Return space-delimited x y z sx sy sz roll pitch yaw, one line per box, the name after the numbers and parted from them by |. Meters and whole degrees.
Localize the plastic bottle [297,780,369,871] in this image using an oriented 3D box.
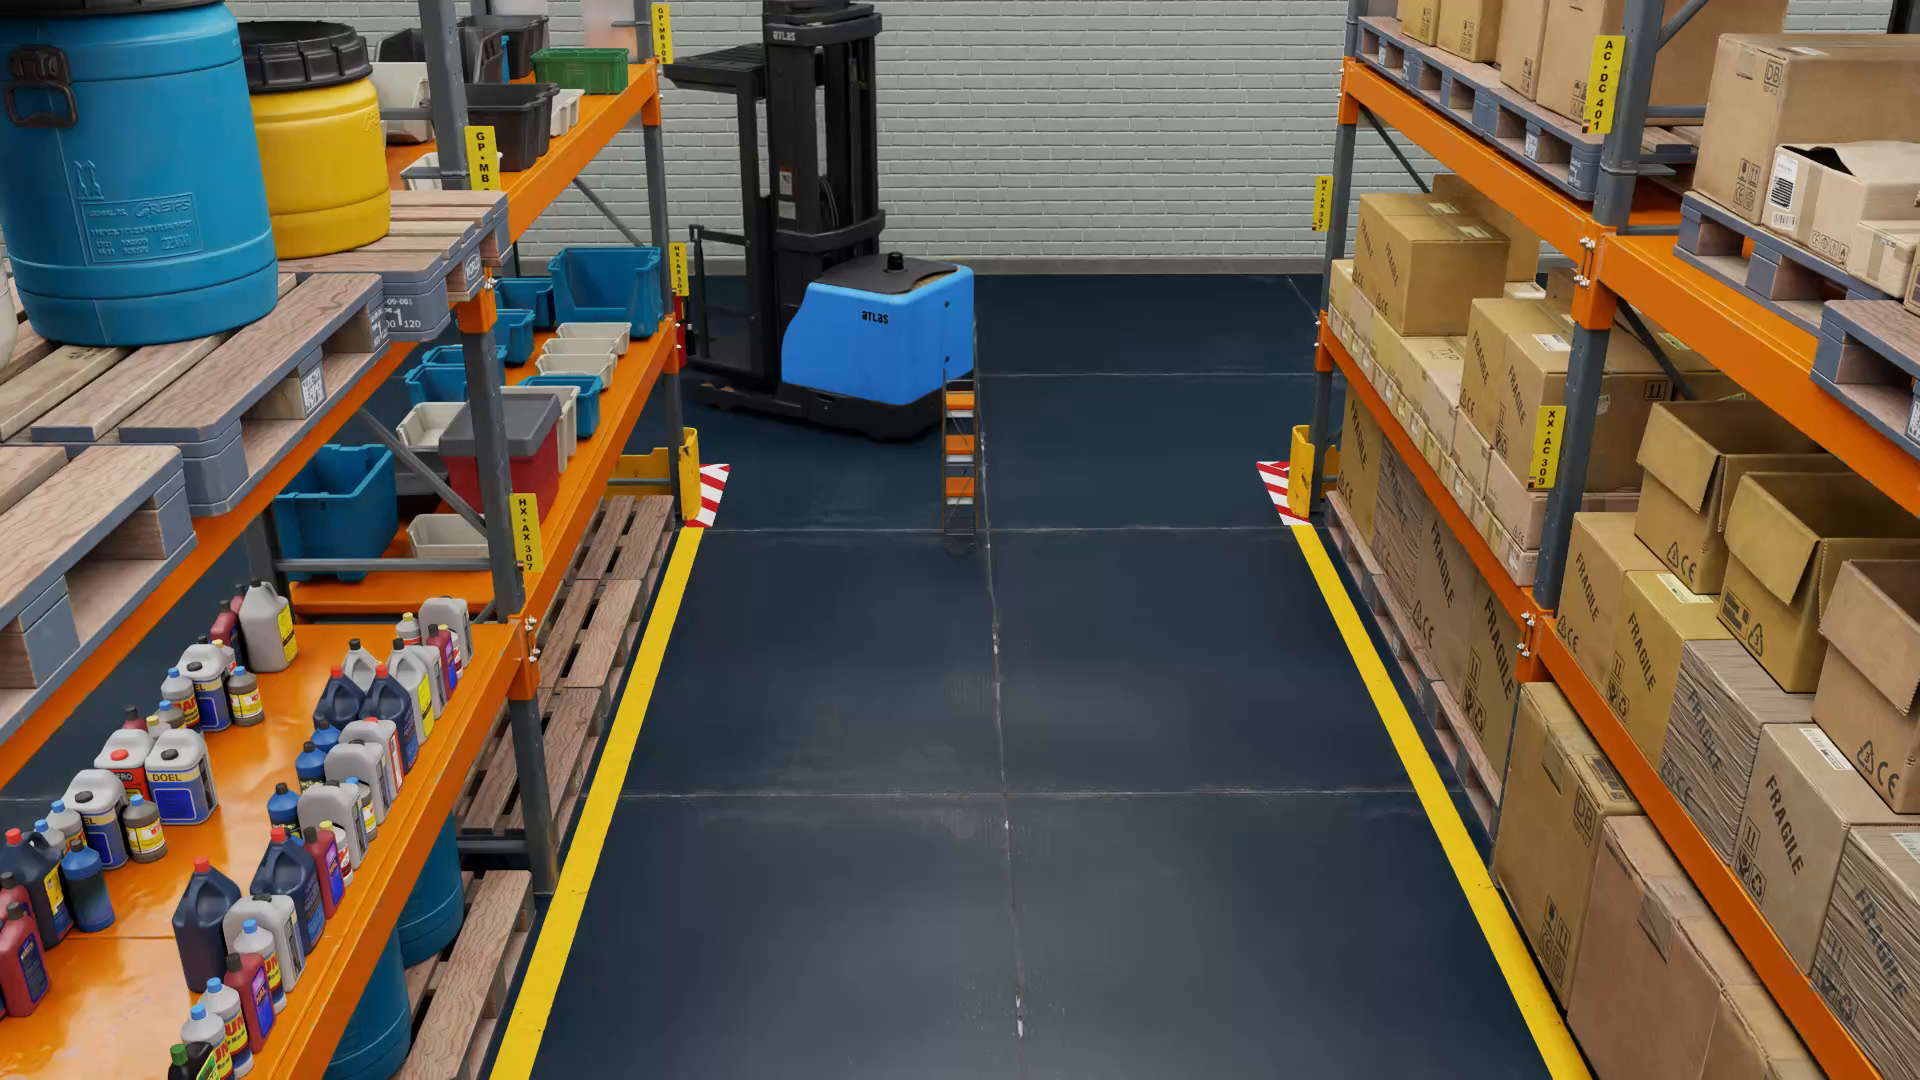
-1.858 0.829 4.927 0.152 0.276 0.135 0 24 -1 | plastic bottle

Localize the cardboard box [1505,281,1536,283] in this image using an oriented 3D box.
2.981 -1.437 9.608 0.500 0.250 0.500 -1 24 -1 | cardboard box

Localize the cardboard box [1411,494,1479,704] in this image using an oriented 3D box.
2.817 0.214 8.207 0.875 0.875 0.875 0 24 -1 | cardboard box

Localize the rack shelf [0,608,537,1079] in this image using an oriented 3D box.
-2.177 1.254 4.710 1.077 0.370 4.000 0 24 -1 | rack shelf

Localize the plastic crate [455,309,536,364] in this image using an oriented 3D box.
-2.562 -1.123 9.222 0.416 0.233 0.300 0 24 -1 | plastic crate

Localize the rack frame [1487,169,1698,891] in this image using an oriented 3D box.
2.754 0.080 6.433 1.000 3.000 0.127 0 24 -1 | rack frame

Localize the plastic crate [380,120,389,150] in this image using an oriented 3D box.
-2.593 -1.667 6.975 0.293 0.136 0.466 0 24 -1 | plastic crate

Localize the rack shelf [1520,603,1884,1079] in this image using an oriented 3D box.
2.775 1.232 4.759 1.077 0.370 4.000 0 24 -1 | rack shelf

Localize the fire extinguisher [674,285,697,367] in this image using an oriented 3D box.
-1.790 -1.405 10.263 0.296 0.674 0.183 0 24 -1 | fire extinguisher

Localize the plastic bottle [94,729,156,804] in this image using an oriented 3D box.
-2.565 0.733 5.140 0.152 0.276 0.135 0 24 -1 | plastic bottle

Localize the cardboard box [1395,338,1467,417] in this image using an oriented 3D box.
2.470 -0.800 8.200 0.500 0.250 0.500 -1 24 -2 | cardboard box

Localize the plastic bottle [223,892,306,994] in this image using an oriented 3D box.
-1.852 1.056 4.426 0.152 0.276 0.135 0 24 -1 | plastic bottle

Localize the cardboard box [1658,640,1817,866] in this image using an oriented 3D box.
2.520 0.638 5.077 0.500 0.500 0.500 -1 24 -2 | cardboard box

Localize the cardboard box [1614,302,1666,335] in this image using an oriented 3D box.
3.006 -0.730 7.136 0.500 0.500 0.500 0 24 -1 | cardboard box

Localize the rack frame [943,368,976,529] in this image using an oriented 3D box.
-0.002 -0.551 10.194 0.200 1.050 0.008 0 24 -1 | rack frame

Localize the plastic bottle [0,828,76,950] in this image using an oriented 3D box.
-2.562 0.940 4.591 0.144 0.351 0.185 0 24 -1 | plastic bottle

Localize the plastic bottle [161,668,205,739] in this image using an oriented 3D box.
-2.597 0.552 5.546 0.097 0.271 0.097 0 24 0 | plastic bottle

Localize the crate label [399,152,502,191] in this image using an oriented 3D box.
-1.915 -1.347 6.269 0.293 0.136 0.466 0 24 -1 | crate label

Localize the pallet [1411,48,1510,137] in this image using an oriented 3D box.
2.745 -2.085 7.688 1.003 0.211 1.213 0 24 -1 | pallet

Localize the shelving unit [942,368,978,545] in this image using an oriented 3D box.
-0.001 -0.500 10.082 0.215 1.050 0.252 0 24 -1 | shelving unit

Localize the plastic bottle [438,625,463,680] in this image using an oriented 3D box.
-1.843 0.401 5.964 0.097 0.201 0.097 0 24 0 | plastic bottle

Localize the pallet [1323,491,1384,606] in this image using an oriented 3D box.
2.797 0.031 9.924 1.003 0.211 1.213 0 24 -1 | pallet

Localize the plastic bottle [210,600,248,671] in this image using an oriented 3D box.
-2.620 0.363 5.948 0.061 0.283 0.133 0 24 -1 | plastic bottle

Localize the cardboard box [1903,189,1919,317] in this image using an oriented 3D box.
2.754 -0.719 3.924 0.797 0.503 0.637 -1 24 -1 | cardboard box

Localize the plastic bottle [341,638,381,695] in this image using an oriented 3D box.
-2.006 0.503 5.558 0.144 0.351 0.185 0 24 -1 | plastic bottle

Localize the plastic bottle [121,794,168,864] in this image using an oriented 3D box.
-2.438 0.854 4.963 0.097 0.201 0.097 0 24 0 | plastic bottle

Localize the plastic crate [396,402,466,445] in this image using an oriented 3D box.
-2.519 -0.521 8.009 0.293 0.136 0.466 0 24 -1 | plastic crate

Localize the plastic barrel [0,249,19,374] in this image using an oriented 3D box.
-2.325 -0.599 3.621 0.433 0.535 0.433 0 24 0 | plastic barrel

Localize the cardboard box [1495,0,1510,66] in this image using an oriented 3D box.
2.820 -2.329 7.367 0.700 0.500 0.500 1 24 2 | cardboard box

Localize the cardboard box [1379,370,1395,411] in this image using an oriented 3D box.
2.400 -0.776 8.631 0.380 0.149 0.250 -1 24 -1 | cardboard box

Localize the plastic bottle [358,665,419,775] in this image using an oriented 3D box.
-1.860 0.578 5.391 0.144 0.351 0.185 0 24 -1 | plastic bottle

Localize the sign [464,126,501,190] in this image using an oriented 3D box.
-1.649 -1.270 5.768 0.100 0.325 0.005 0 24 -1 | sign

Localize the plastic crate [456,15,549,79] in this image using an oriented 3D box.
-2.517 -2.693 9.084 0.497 0.269 0.590 0 24 -1 | plastic crate

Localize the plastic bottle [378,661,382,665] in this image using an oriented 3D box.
-1.992 0.512 5.718 0.097 0.201 0.097 0 24 0 | plastic bottle

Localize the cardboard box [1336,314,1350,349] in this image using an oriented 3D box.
2.388 -1.200 9.569 0.380 0.149 0.250 -1 24 -1 | cardboard box

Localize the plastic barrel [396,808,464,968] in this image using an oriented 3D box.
-2.210 1.091 6.234 0.600 0.901 0.708 0 24 -1 | plastic barrel

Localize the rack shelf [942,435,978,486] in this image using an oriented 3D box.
-0.001 -0.491 10.087 0.215 0.259 0.240 0 24 -1 | rack shelf

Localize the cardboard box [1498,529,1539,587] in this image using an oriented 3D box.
2.423 0.070 6.759 0.380 0.149 0.250 0 24 0 | cardboard box

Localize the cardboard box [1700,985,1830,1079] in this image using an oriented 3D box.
2.809 1.853 4.581 1.225 0.875 0.875 0 24 0 | cardboard box

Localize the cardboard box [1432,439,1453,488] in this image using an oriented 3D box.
2.411 -0.354 7.697 0.380 0.149 0.250 0 24 0 | cardboard box

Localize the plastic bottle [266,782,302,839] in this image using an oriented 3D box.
-1.983 0.839 4.910 0.097 0.271 0.097 0 24 0 | plastic bottle

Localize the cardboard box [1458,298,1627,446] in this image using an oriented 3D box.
2.480 -0.724 7.121 0.500 0.500 0.500 0 24 0 | cardboard box

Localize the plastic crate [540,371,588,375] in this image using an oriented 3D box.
-2.015 -0.762 8.542 0.298 0.136 0.250 0 24 -1 | plastic crate

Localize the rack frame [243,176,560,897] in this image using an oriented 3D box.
-2.199 0.102 6.384 1.000 3.000 0.127 0 24 -1 | rack frame

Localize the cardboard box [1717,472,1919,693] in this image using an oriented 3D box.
2.765 0.123 4.999 0.797 0.503 0.637 0 24 0 | cardboard box

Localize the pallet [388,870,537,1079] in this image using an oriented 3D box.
-2.232 1.691 6.255 1.003 0.211 1.213 0 24 -1 | pallet

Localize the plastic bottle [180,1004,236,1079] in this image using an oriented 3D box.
-1.820 1.241 4.023 0.097 0.271 0.097 0 24 0 | plastic bottle

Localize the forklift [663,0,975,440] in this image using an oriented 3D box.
-1.410 -2.478 12.172 3.031 2.935 1.130 14 28 28 | forklift

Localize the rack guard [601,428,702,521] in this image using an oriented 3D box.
-2.256 -0.417 10.565 1.175 0.500 0.348 0 24 -1 | rack guard

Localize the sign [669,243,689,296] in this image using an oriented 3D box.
-1.693 -1.630 10.015 0.100 0.325 0.005 0 24 -1 | sign
